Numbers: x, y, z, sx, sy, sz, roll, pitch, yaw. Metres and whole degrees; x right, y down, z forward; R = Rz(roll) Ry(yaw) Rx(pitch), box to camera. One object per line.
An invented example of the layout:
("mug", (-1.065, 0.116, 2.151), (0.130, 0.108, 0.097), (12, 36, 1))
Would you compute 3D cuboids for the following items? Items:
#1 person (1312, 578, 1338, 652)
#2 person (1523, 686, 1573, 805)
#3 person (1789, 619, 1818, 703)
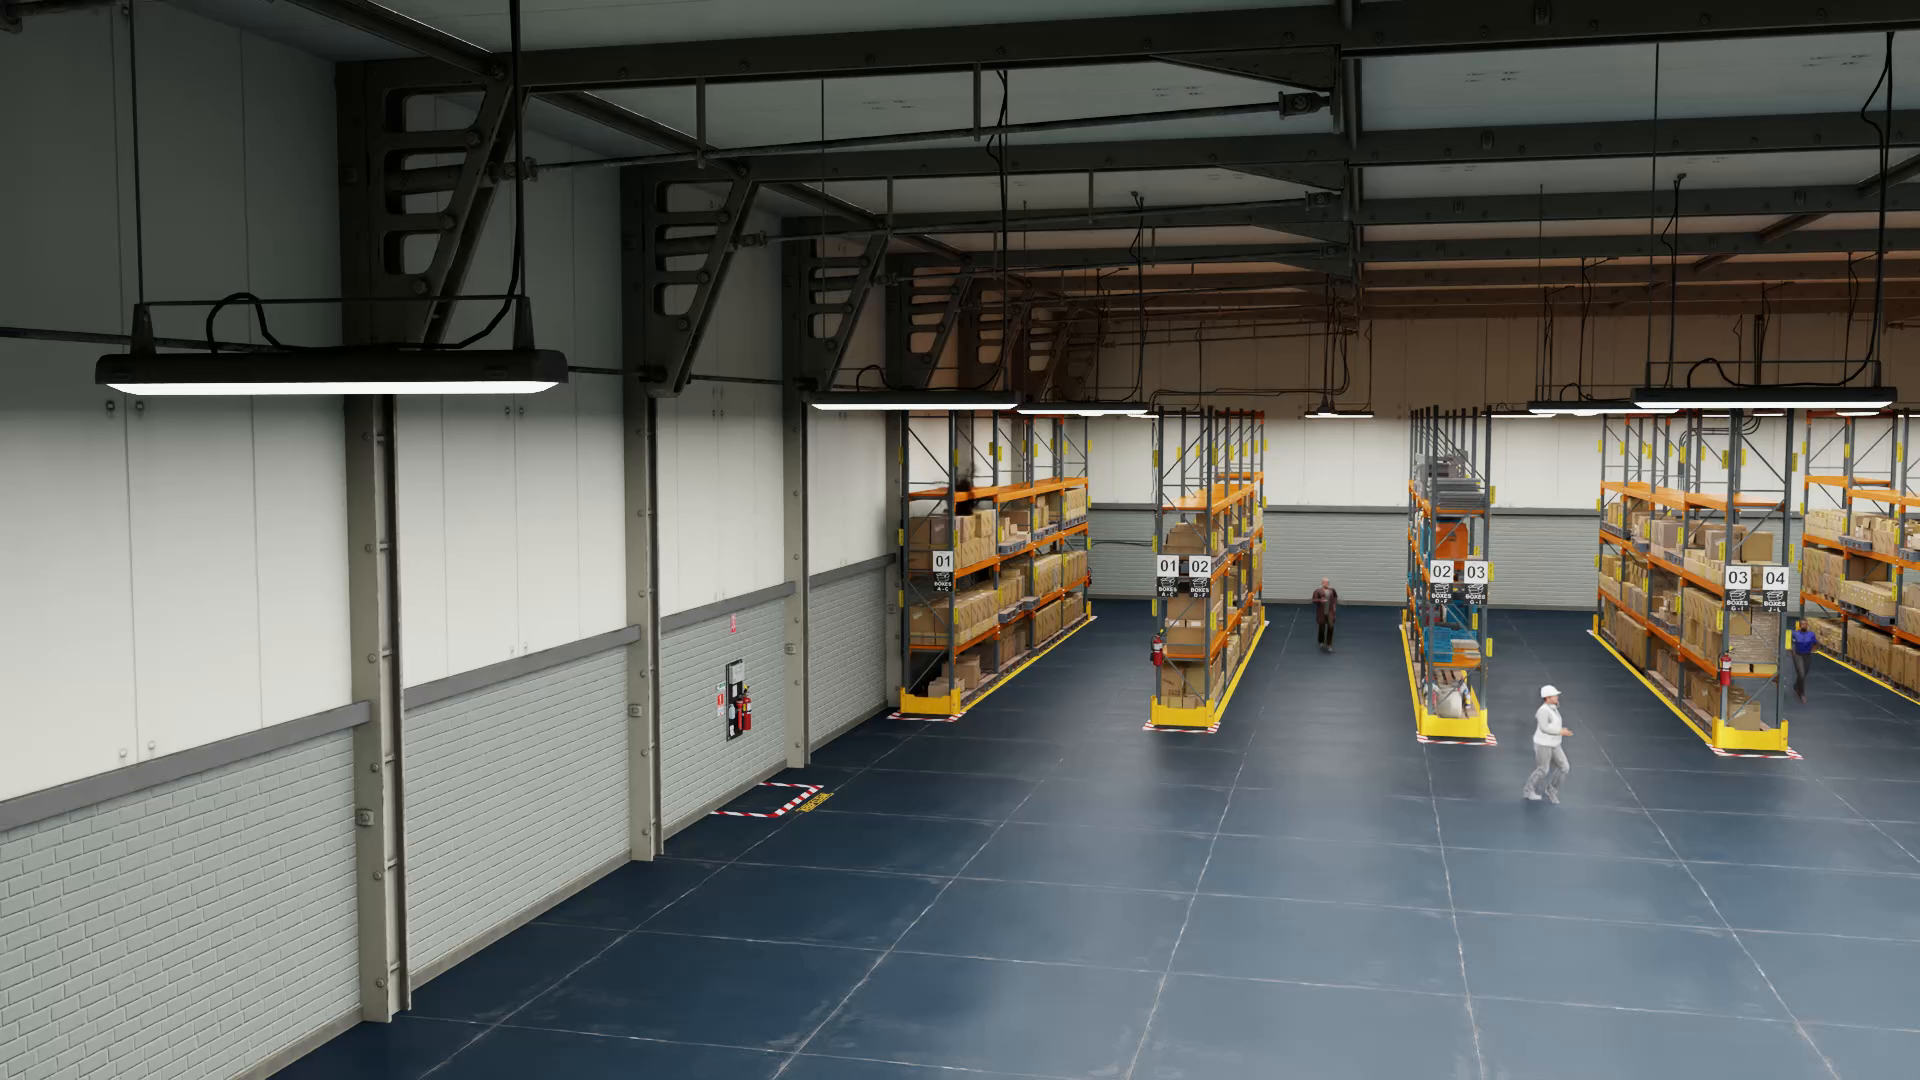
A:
("person", (9.106, 1.861, 41.450), (0.686, 1.837, 0.805), (0, 4, 2))
("person", (8.792, 3.076, 24.805), (0.726, 1.829, 0.669), (3, 5, 40))
("person", (17.257, 2.448, 34.054), (0.576, 1.680, 0.797), (1, 4, 8))
